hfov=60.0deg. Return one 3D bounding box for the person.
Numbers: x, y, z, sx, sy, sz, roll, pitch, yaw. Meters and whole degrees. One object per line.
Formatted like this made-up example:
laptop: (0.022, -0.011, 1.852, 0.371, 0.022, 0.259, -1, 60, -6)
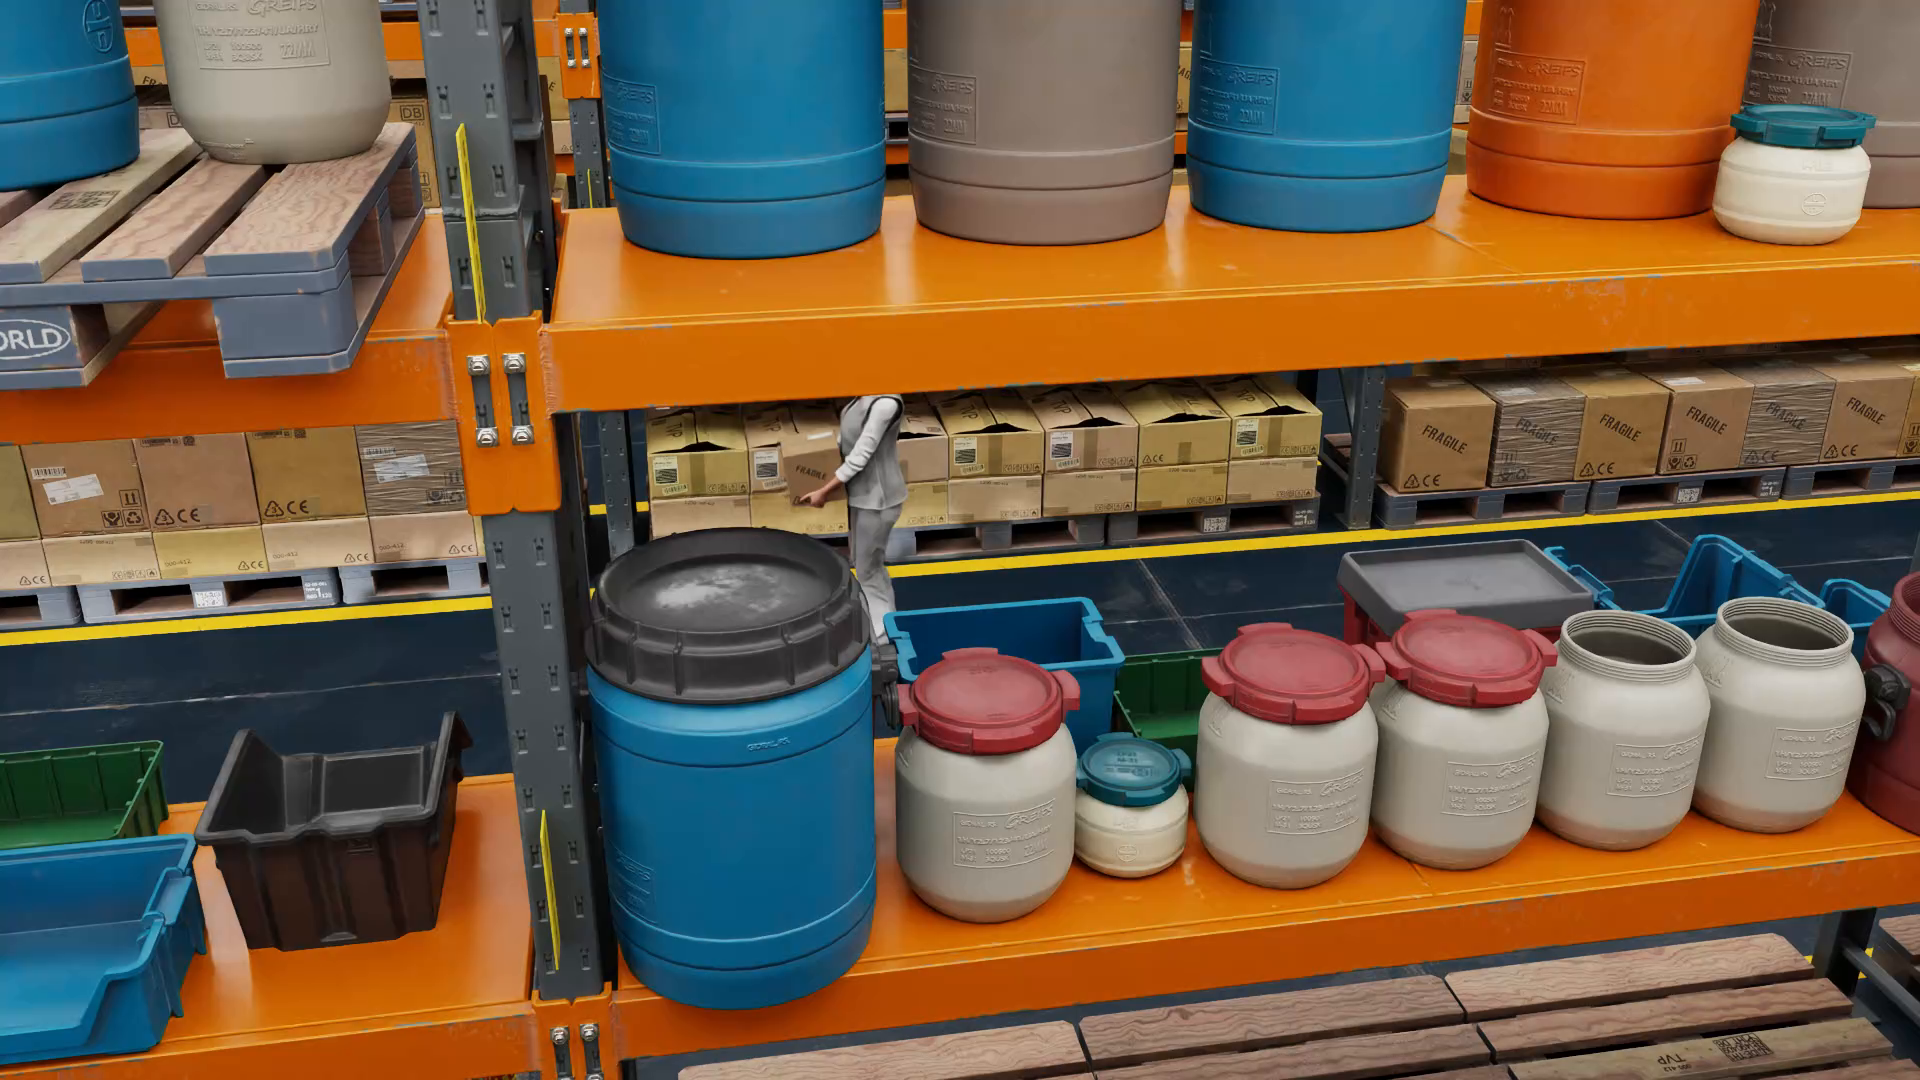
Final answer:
person: (-0.482, -0.131, 7.540, 0.494, 1.495, 0.404, -3, 24, -8)
